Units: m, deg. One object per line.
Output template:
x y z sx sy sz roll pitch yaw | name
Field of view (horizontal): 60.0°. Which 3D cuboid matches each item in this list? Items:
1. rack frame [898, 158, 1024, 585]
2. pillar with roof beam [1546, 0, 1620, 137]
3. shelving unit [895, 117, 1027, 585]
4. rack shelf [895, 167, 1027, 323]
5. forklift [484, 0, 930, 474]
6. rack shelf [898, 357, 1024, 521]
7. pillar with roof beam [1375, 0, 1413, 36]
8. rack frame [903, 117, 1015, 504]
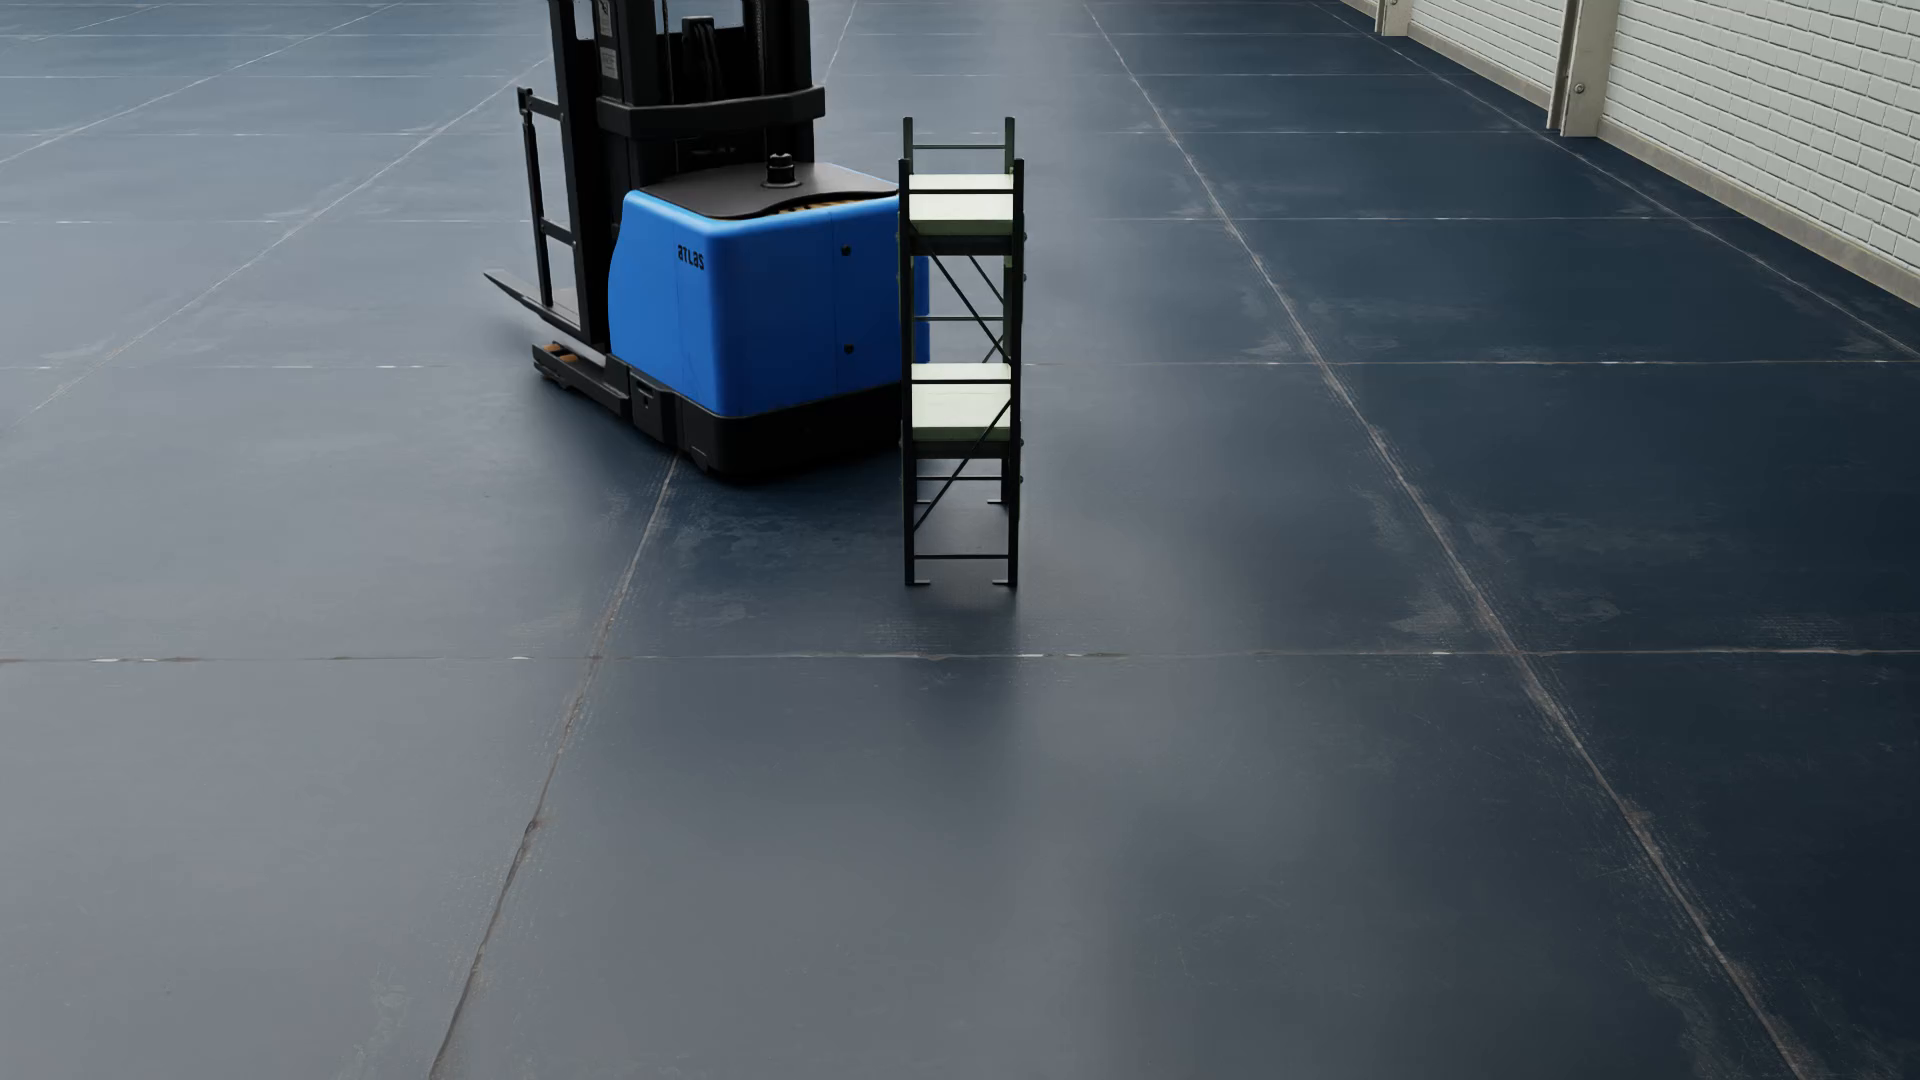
0.004 -0.530 5.601 0.400 1.500 0.023 0 24 -1 | rack frame
0.733 -7.436 11.771 9.100 9.000 0.400 0 24 -1 | pillar with roof beam
0.000 -0.681 5.935 0.431 1.500 0.755 0 24 -1 | shelving unit
0.000 -1.036 5.774 0.431 0.370 0.720 0 24 -1 | rack shelf
-1.385 -2.146 7.438 1.130 2.935 3.031 -17 29 -32 | forklift
0.000 -0.384 6.069 0.431 0.370 0.720 0 24 -1 | rack shelf
0.667 -9.908 17.238 9.100 9.000 0.400 0 24 -1 | pillar with roof beam
-0.004 -0.831 6.268 0.400 1.500 0.023 0 24 -1 | rack frame
